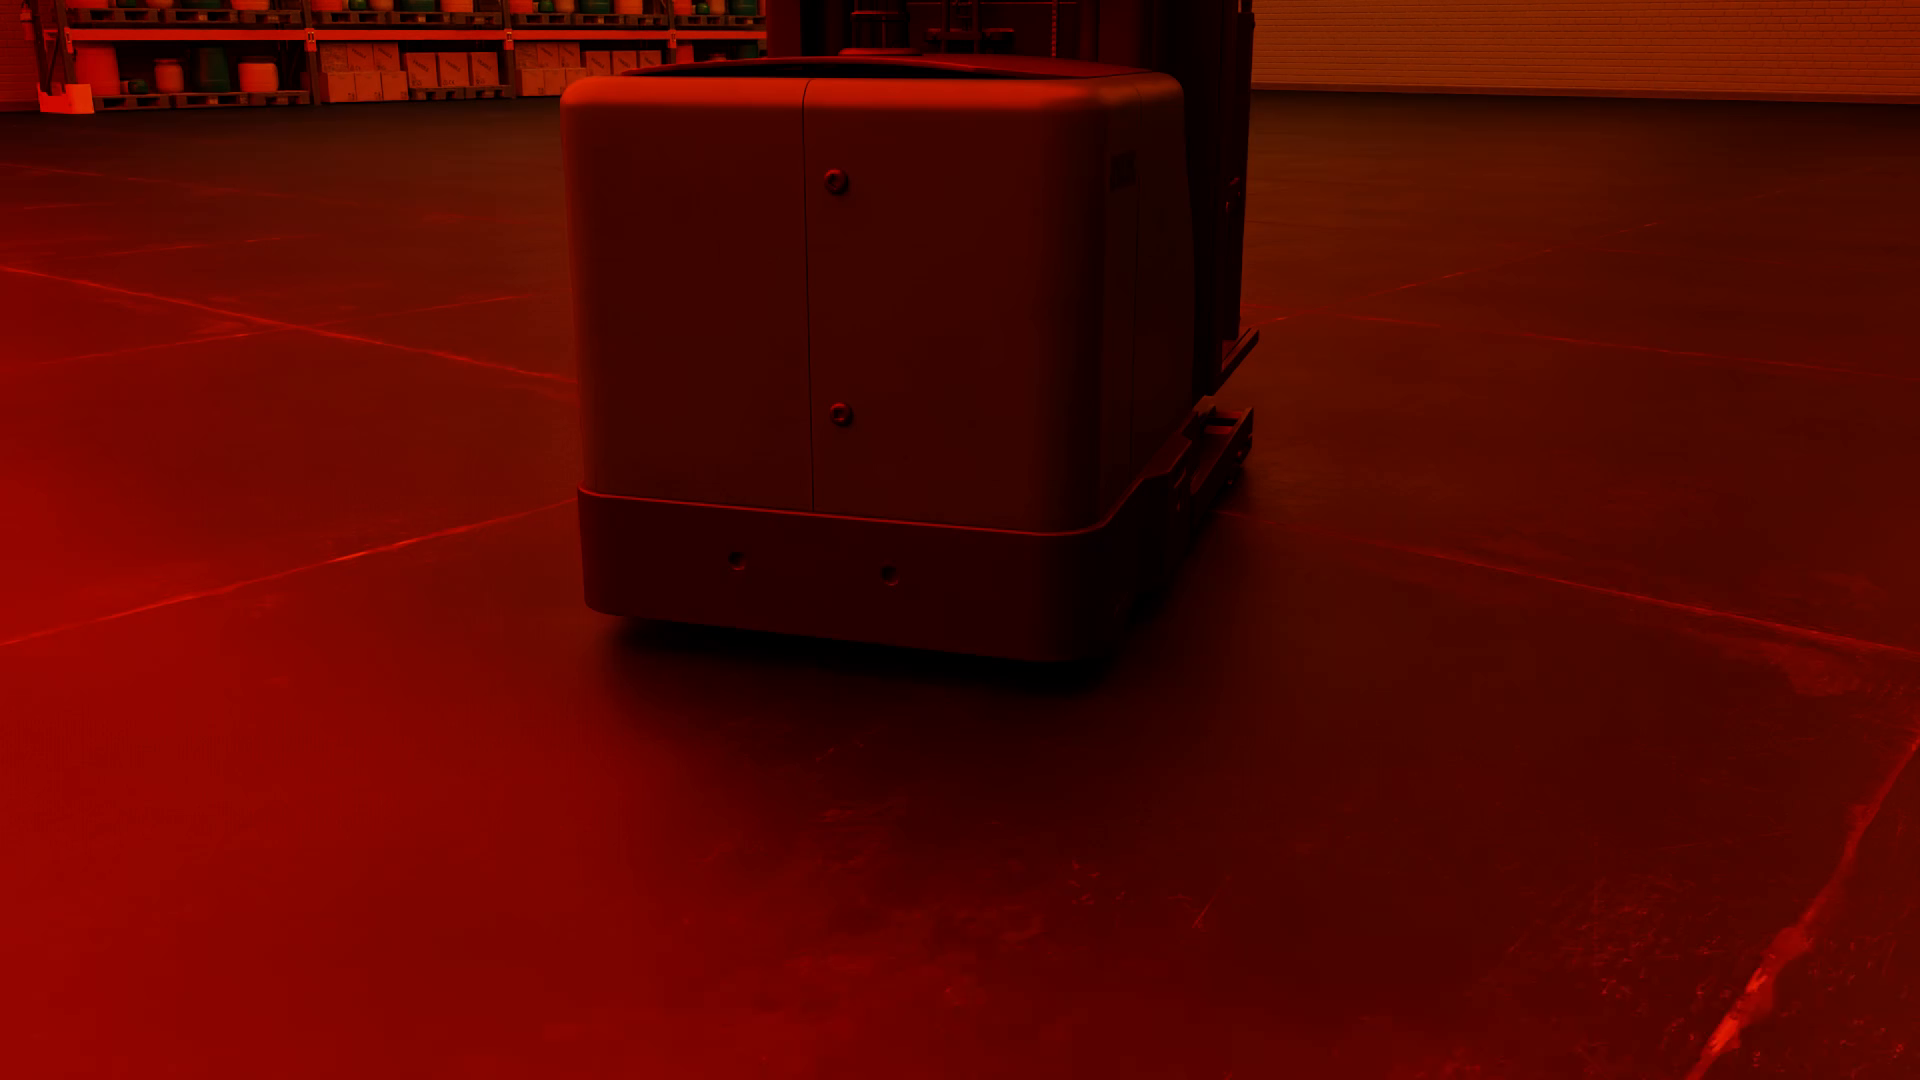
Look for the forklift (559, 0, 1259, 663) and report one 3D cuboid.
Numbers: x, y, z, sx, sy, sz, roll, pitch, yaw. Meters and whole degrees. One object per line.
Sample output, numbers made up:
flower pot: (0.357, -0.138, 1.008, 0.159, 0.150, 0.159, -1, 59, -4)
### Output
forklift: (0.182, -1.571, 4.072, 1.130, 2.935, 3.031, 5, 18, 17)
